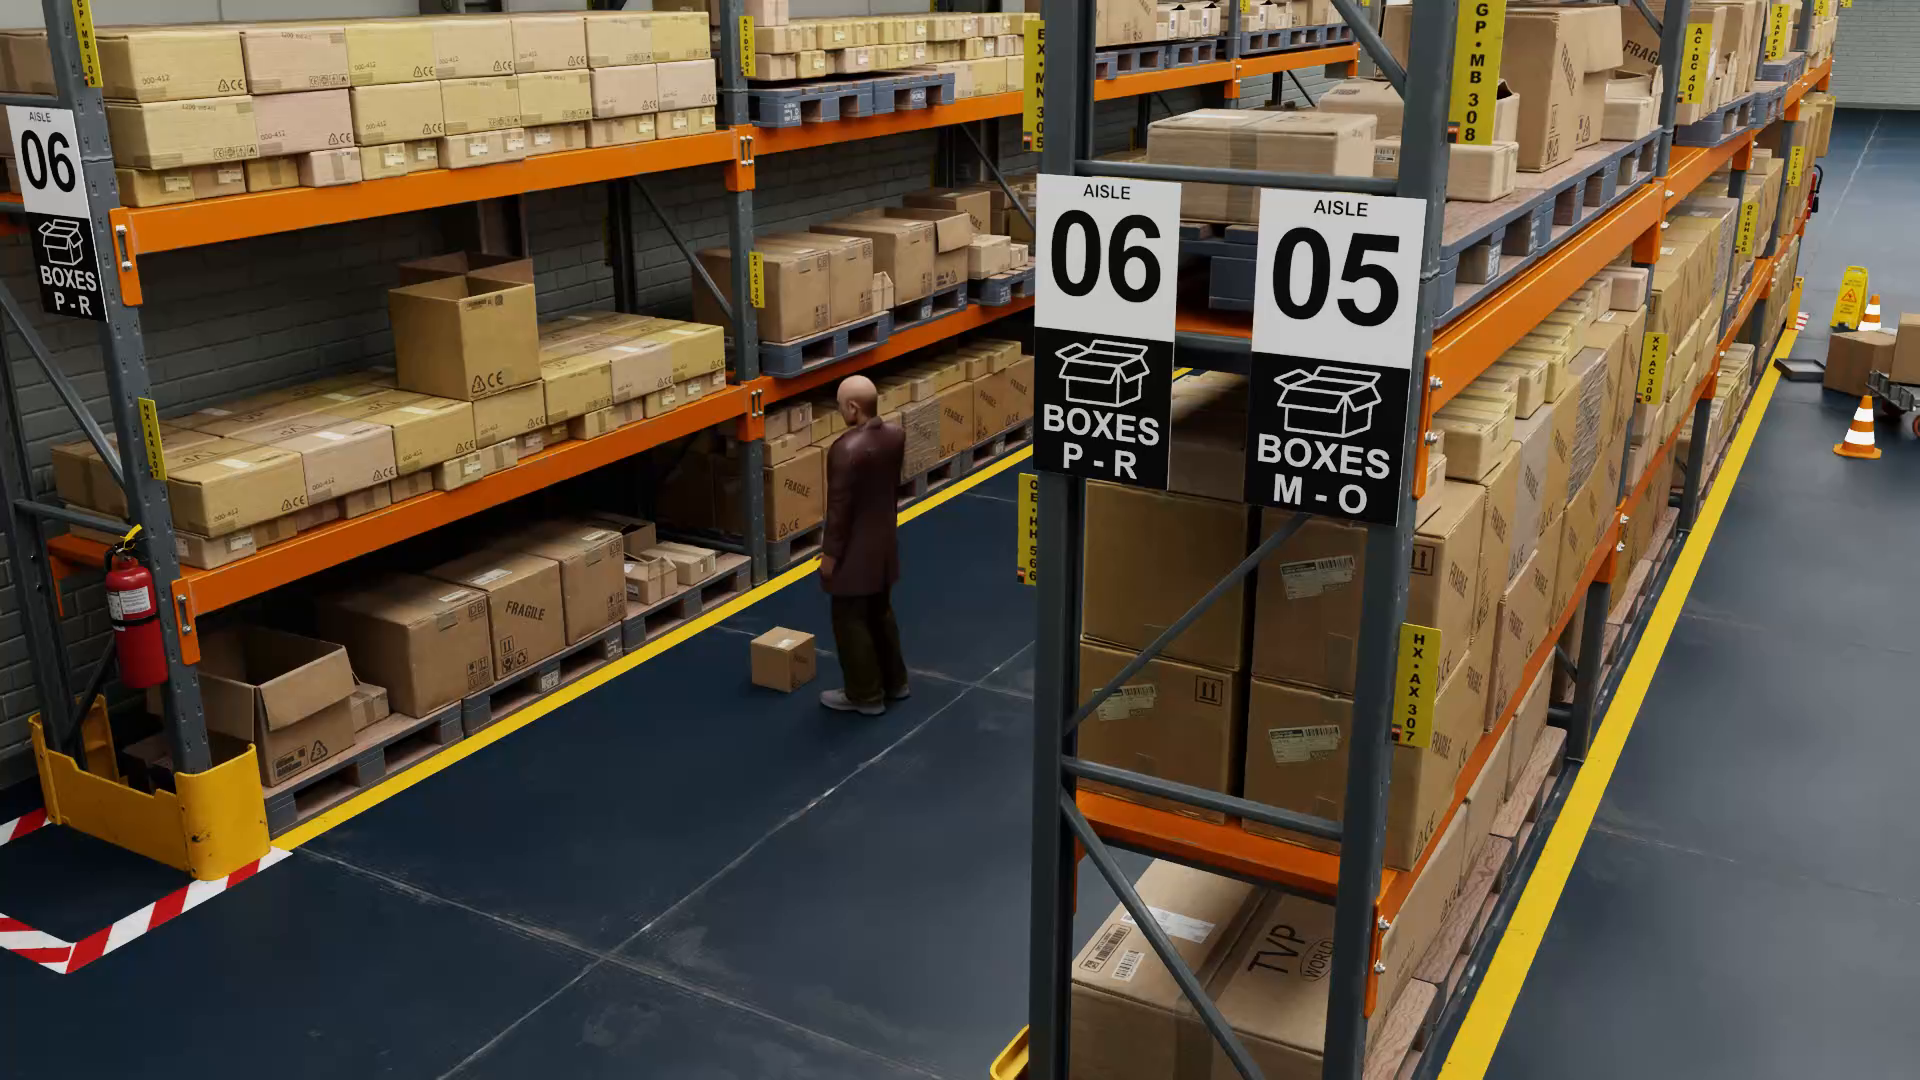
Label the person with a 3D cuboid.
[{"bbox_3d":[-0.517,0.023,8.537,0.378,1.774,0.562,11,22,29],"label":"person"}]
